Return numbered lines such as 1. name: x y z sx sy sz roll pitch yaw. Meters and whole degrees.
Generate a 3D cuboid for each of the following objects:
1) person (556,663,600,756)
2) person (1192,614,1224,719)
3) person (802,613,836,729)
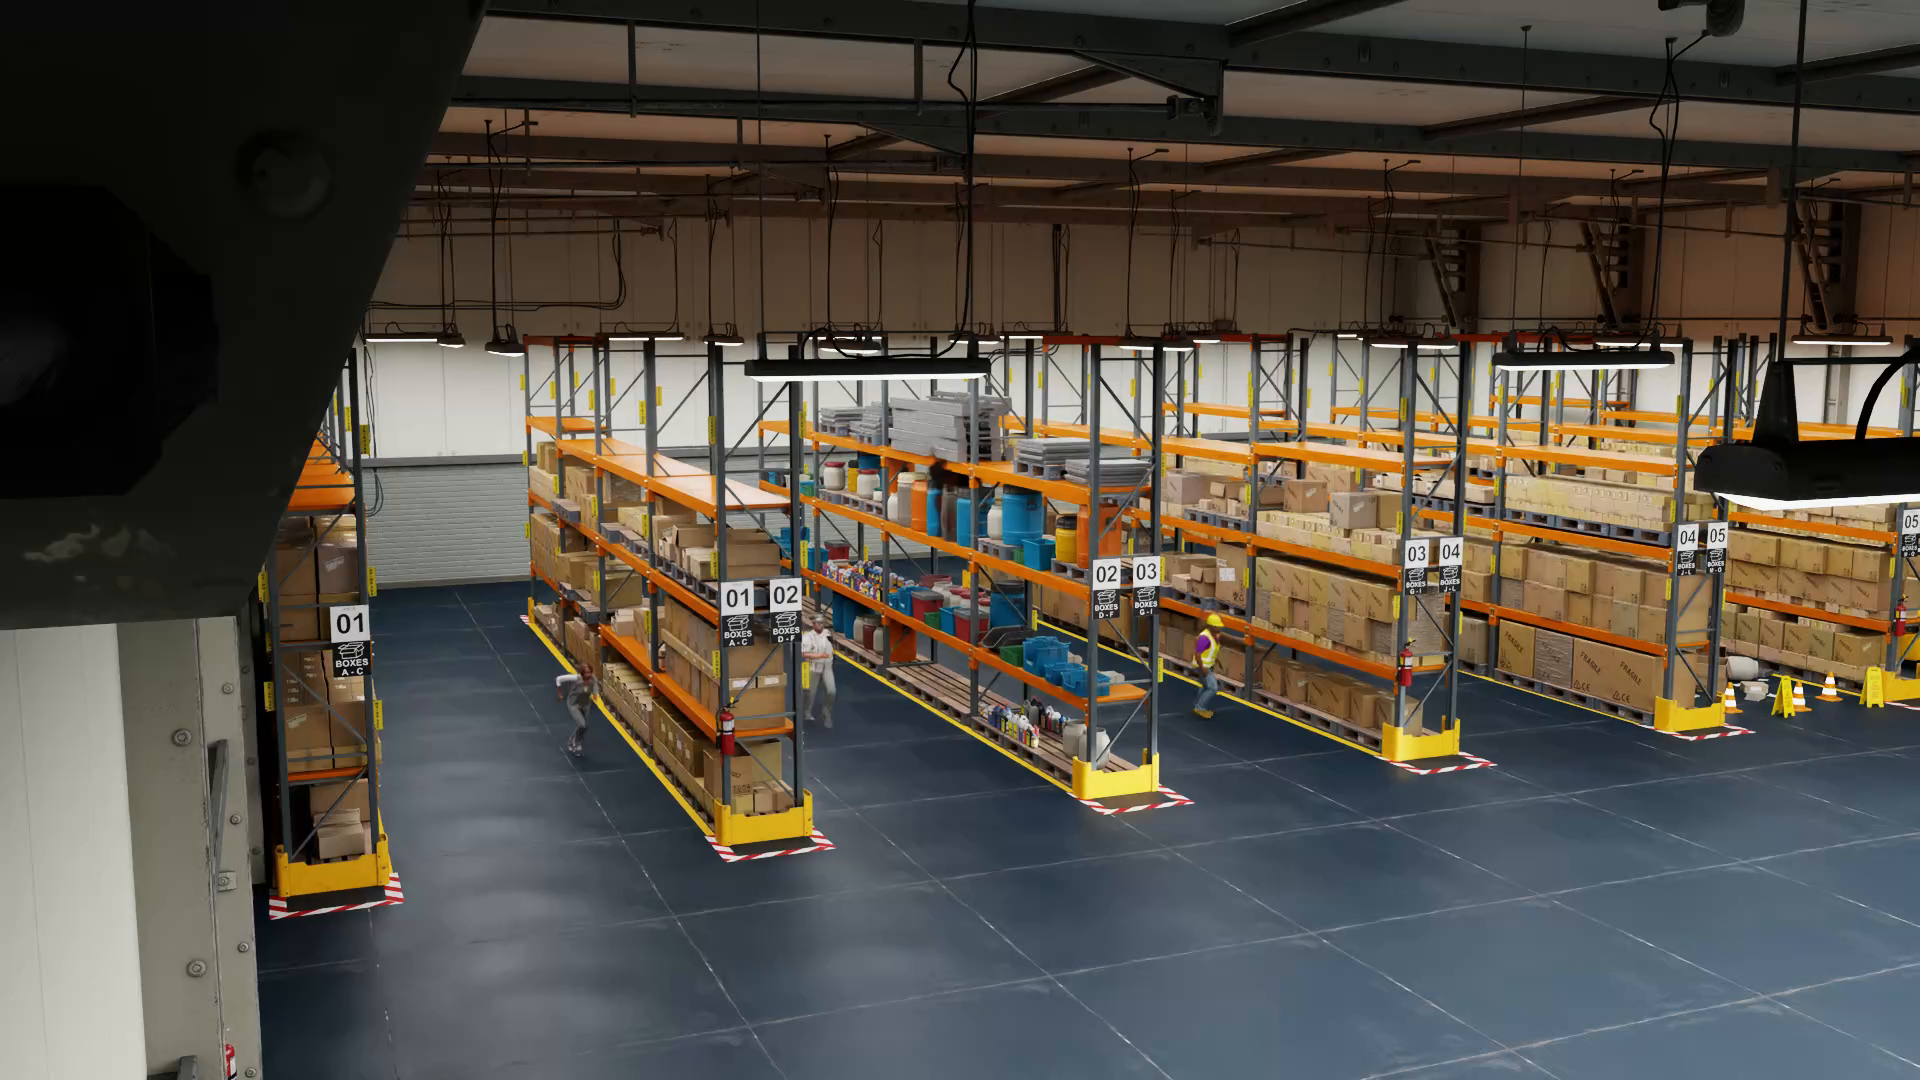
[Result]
1. person: -5.497 2.433 23.916 0.580 1.437 0.865 -5 9 -34
2. person: 3.922 1.994 26.392 0.615 1.701 0.707 4 9 29
3. person: -2.202 2.037 25.860 0.615 1.834 0.854 -4 9 -28
